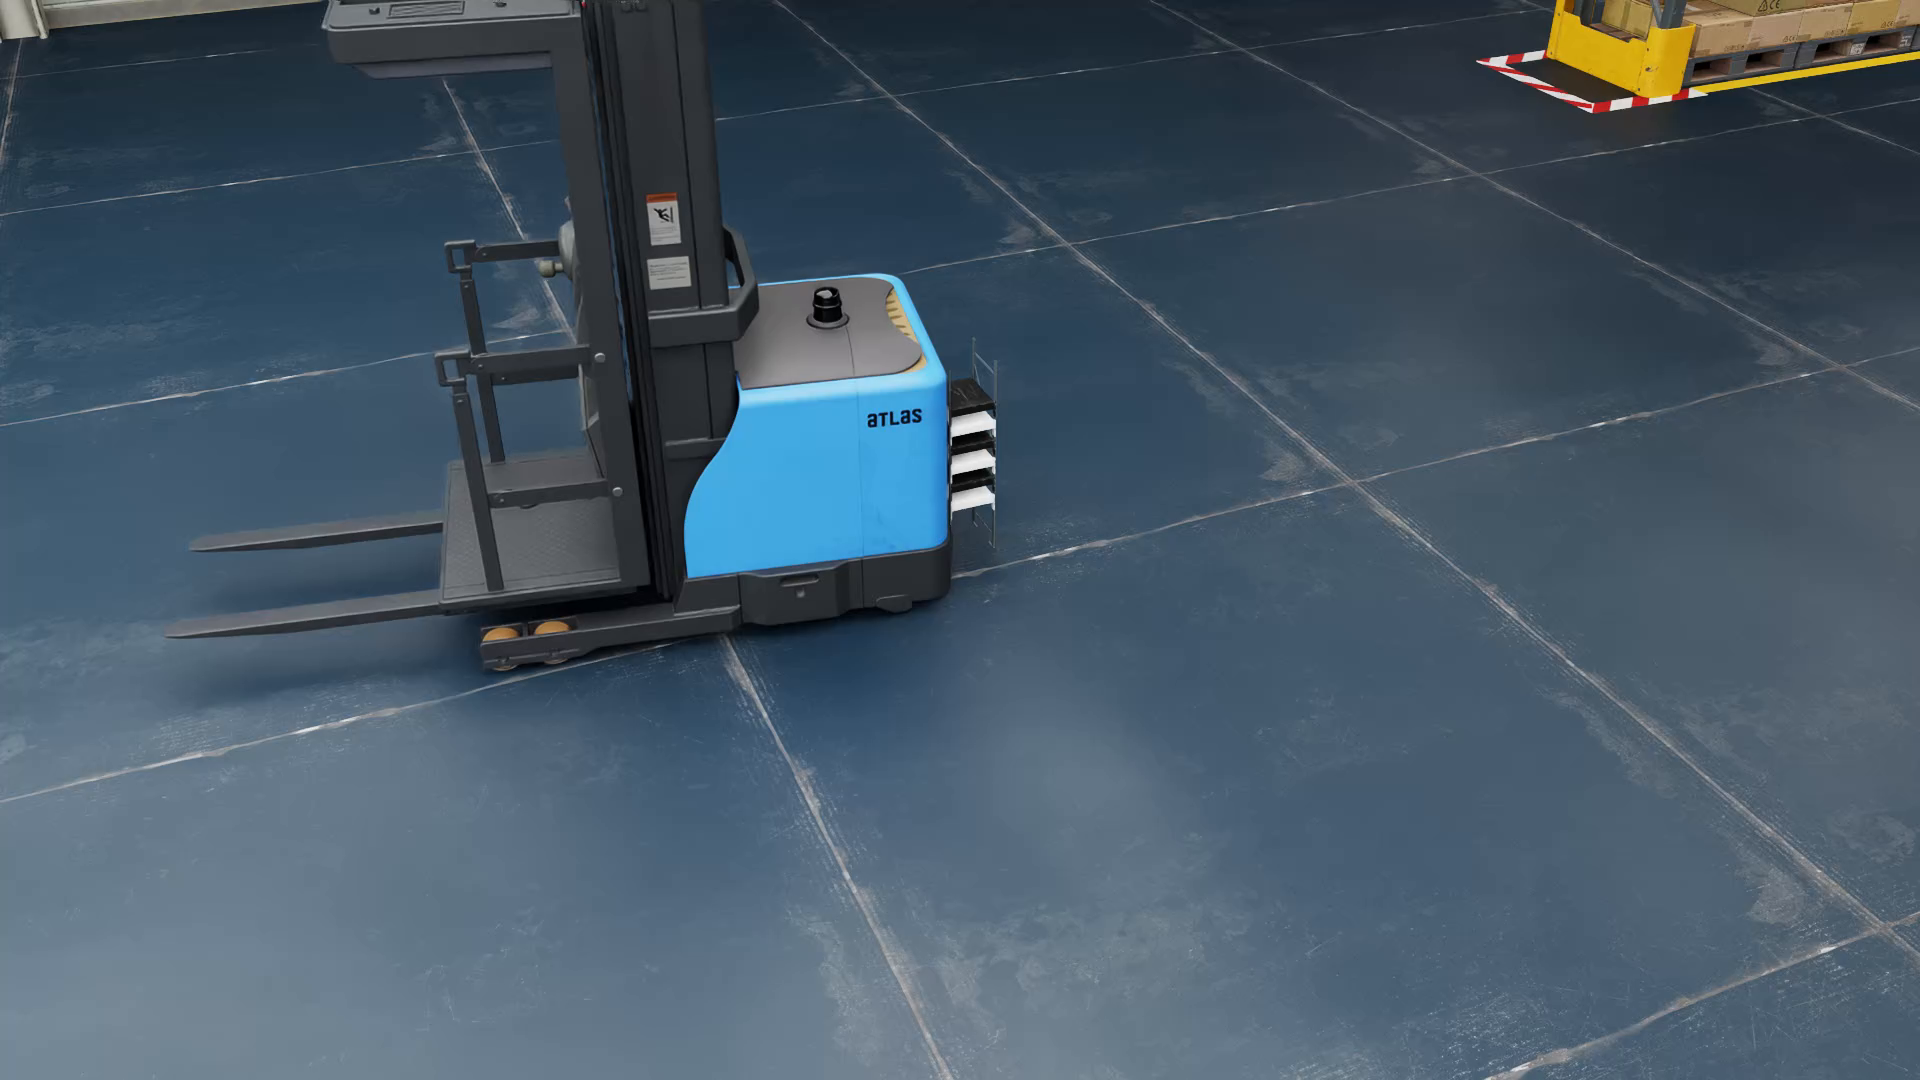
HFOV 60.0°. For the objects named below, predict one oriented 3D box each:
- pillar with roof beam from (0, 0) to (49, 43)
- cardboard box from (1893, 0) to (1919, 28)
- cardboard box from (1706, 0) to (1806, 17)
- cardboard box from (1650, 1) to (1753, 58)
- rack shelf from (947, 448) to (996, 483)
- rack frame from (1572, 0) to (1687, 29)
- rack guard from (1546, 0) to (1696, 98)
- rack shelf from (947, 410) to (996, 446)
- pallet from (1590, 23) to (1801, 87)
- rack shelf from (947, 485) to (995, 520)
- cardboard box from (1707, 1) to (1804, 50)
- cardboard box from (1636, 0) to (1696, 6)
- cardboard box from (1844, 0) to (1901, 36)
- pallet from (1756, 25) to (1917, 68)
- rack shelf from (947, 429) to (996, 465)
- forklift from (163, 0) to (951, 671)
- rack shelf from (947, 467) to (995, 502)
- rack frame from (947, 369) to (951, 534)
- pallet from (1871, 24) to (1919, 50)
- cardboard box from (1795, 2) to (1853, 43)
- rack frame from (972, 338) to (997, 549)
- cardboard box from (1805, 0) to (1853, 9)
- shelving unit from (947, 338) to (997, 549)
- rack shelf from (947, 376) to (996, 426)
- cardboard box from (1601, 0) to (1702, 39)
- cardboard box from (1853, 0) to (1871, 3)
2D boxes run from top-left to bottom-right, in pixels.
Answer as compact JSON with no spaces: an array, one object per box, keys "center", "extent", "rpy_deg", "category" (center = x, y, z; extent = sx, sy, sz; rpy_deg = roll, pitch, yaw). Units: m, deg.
[{"center":[-5.996,-5.728,7.802],"extent":[0.400,9.000,9.100],"rpy_deg":[-13,35,-19],"category":"pillar with roof beam"},{"center":[7.437,-4.286,13.222],"extent":[0.500,0.250,0.500],"rpy_deg":[-13,35,-19],"category":"cardboard box"},{"center":[6.053,-4.285,12.533],"extent":[0.500,0.500,0.500],"rpy_deg":[-13,35,-19],"category":"cardboard box"},{"center":[5.593,-3.864,12.574],"extent":[0.500,0.250,0.500],"rpy_deg":[-13,35,-19],"category":"cardboard box"},{"center":[0.007,-0.351,7.025],"extent":[0.200,0.077,0.258],"rpy_deg":[-13,35,-19],"category":"rack shelf"},{"center":[5.012,-4.839,11.937],"extent":[0.127,3.000,1.000],"rpy_deg":[-13,35,-19],"category":"rack frame"},{"center":[4.990,-3.786,12.611],"extent":[0.348,0.500,1.175],"rpy_deg":[-13,35,-19],"category":"rack guard"},{"center":[0.007,-0.502,6.927],"extent":[0.200,0.077,0.258],"rpy_deg":[-13,35,-19],"category":"rack shelf"},{"center":[5.701,-3.853,12.978],"extent":[1.213,0.211,1.003],"rpy_deg":[-13,35,-19],"category":"pallet"},{"center":[0.007,-0.200,7.124],"extent":[0.200,0.077,0.258],"rpy_deg":[-13,35,-19],"category":"rack shelf"},{"center":[6.053,-3.971,12.739],"extent":[0.500,0.250,0.500],"rpy_deg":[-13,35,-19],"category":"cardboard box"},{"center":[5.392,-4.440,12.771],"extent":[0.500,0.500,0.500],"rpy_deg":[-13,35,-19],"category":"cardboard box"},{"center":[6.977,-4.180,13.060],"extent":[0.500,0.250,0.500],"rpy_deg":[-13,35,-19],"category":"cardboard box"},{"center":[6.824,-4.108,13.370],"extent":[1.213,0.211,1.003],"rpy_deg":[-13,35,-19],"category":"pallet"},{"center":[0.007,-0.426,6.976],"extent":[0.200,0.077,0.258],"rpy_deg":[-13,35,-19],"category":"rack shelf"},{"center":[-1.609,-1.037,6.157],"extent":[3.031,2.935,1.130],"rpy_deg":[-7,34,-11],"category":"forklift"},{"center":[0.007,-0.276,7.074],"extent":[0.200,0.077,0.258],"rpy_deg":[-13,35,-19],"category":"rack shelf"},{"center":[-0.086,-0.357,6.974],"extent":[0.006,0.900,0.240],"rpy_deg":[-13,35,-19],"category":"rack frame"},{"center":[7.951,-4.368,13.769],"extent":[1.213,0.211,1.003],"rpy_deg":[-13,35,-19],"category":"pallet"},{"center":[6.514,-4.077,12.901],"extent":[0.500,0.250,0.500],"rpy_deg":[-13,35,-19],"category":"cardboard box"},{"center":[0.101,-0.400,7.040],"extent":[0.006,0.900,0.240],"rpy_deg":[-13,35,-19],"category":"rack frame"},{"center":[6.509,-4.397,12.705],"extent":[0.500,0.500,0.500],"rpy_deg":[-13,35,-19],"category":"cardboard box"},{"center":[0.007,-0.379,7.007],"extent":[0.210,0.900,0.258],"rpy_deg":[-13,35,-19],"category":"shelving unit"},{"center":[0.007,-0.577,6.878],"extent":[0.200,0.077,0.258],"rpy_deg":[-13,35,-19],"category":"rack shelf"},{"center":[5.392,-4.124,12.974],"extent":[0.500,0.250,0.500],"rpy_deg":[-13,35,-19],"category":"cardboard box"},{"center":[6.977,-4.493,12.854],"extent":[0.500,0.500,0.500],"rpy_deg":[-13,35,-19],"category":"cardboard box"}]
